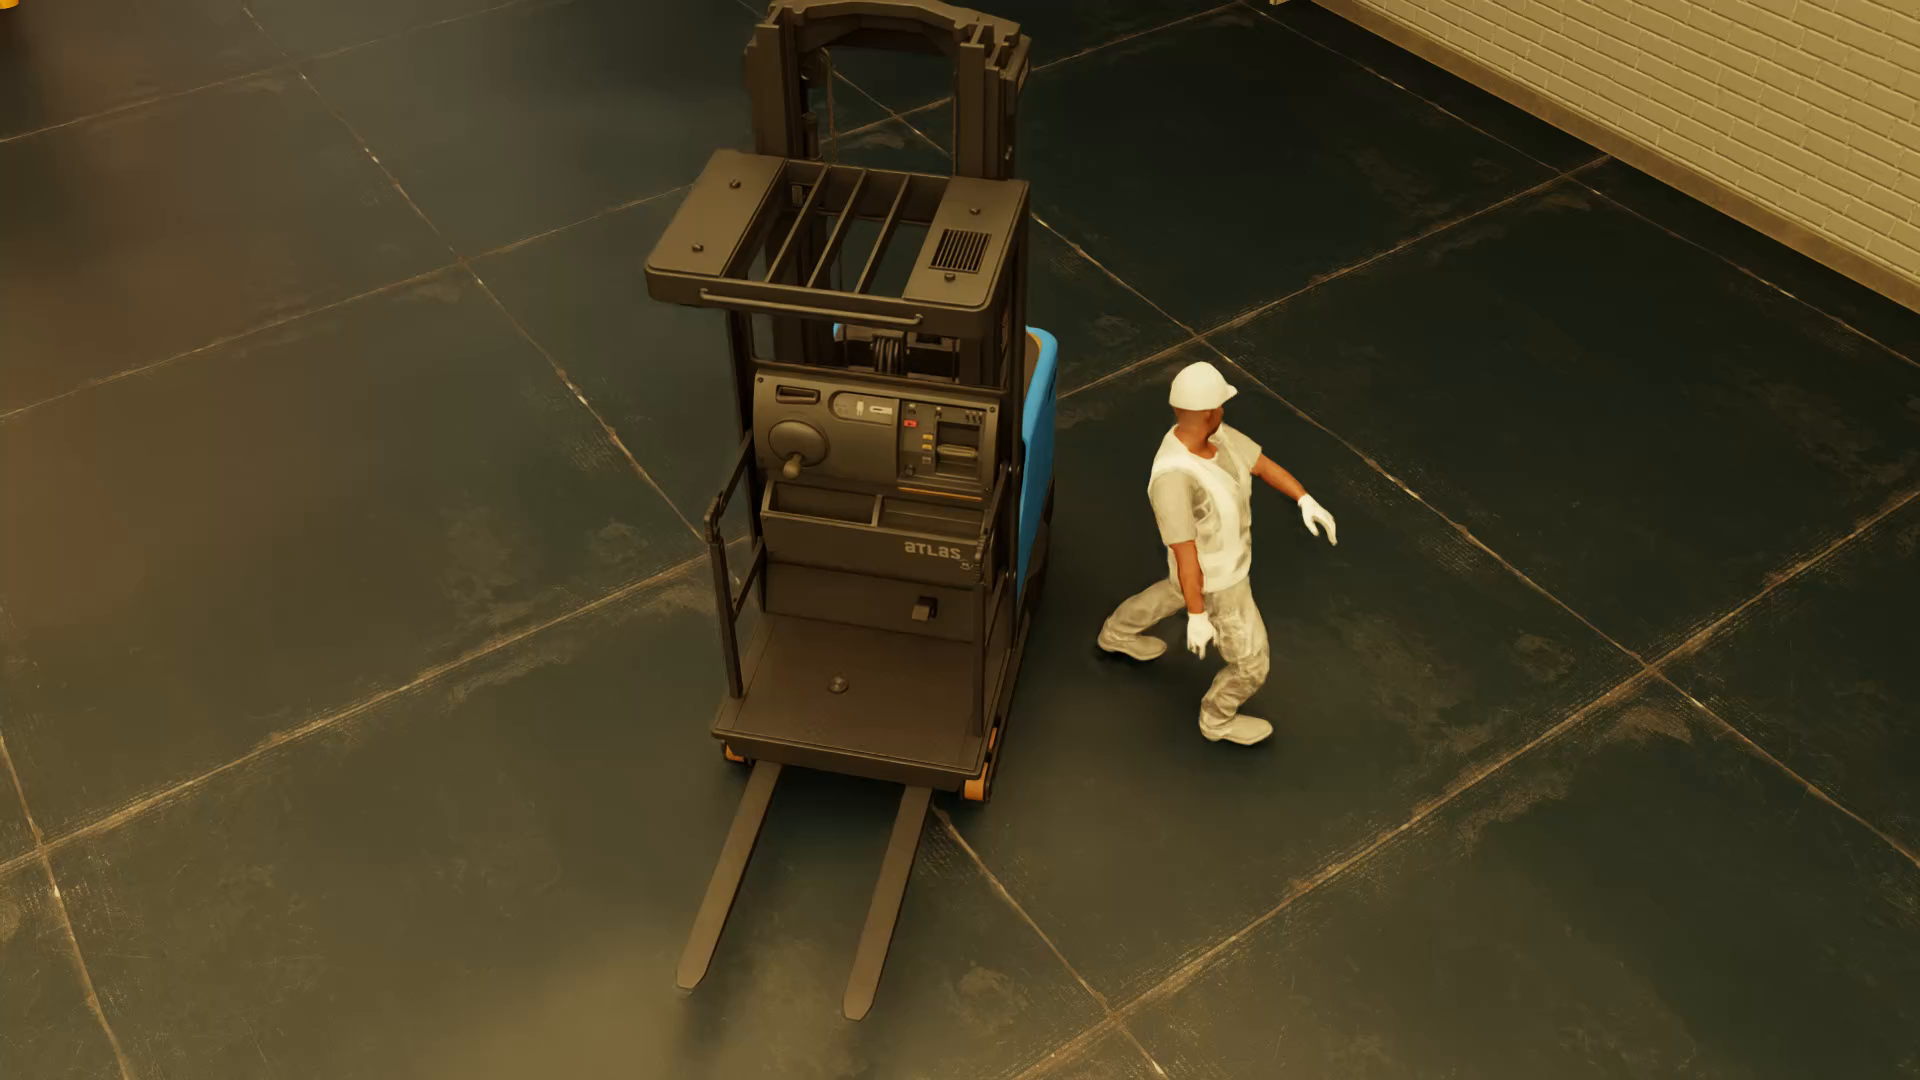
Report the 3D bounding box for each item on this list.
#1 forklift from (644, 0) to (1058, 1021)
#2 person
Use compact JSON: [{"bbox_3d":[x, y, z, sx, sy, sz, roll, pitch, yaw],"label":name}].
[{"bbox_3d":[-0.359,-0.303,6.044,1.130,2.935,3.031,8,43,9],"label":"forklift"},{"bbox_3d":[1.000,0.125,6.530,0.869,1.659,0.803,4,43,5],"label":"person"}]
